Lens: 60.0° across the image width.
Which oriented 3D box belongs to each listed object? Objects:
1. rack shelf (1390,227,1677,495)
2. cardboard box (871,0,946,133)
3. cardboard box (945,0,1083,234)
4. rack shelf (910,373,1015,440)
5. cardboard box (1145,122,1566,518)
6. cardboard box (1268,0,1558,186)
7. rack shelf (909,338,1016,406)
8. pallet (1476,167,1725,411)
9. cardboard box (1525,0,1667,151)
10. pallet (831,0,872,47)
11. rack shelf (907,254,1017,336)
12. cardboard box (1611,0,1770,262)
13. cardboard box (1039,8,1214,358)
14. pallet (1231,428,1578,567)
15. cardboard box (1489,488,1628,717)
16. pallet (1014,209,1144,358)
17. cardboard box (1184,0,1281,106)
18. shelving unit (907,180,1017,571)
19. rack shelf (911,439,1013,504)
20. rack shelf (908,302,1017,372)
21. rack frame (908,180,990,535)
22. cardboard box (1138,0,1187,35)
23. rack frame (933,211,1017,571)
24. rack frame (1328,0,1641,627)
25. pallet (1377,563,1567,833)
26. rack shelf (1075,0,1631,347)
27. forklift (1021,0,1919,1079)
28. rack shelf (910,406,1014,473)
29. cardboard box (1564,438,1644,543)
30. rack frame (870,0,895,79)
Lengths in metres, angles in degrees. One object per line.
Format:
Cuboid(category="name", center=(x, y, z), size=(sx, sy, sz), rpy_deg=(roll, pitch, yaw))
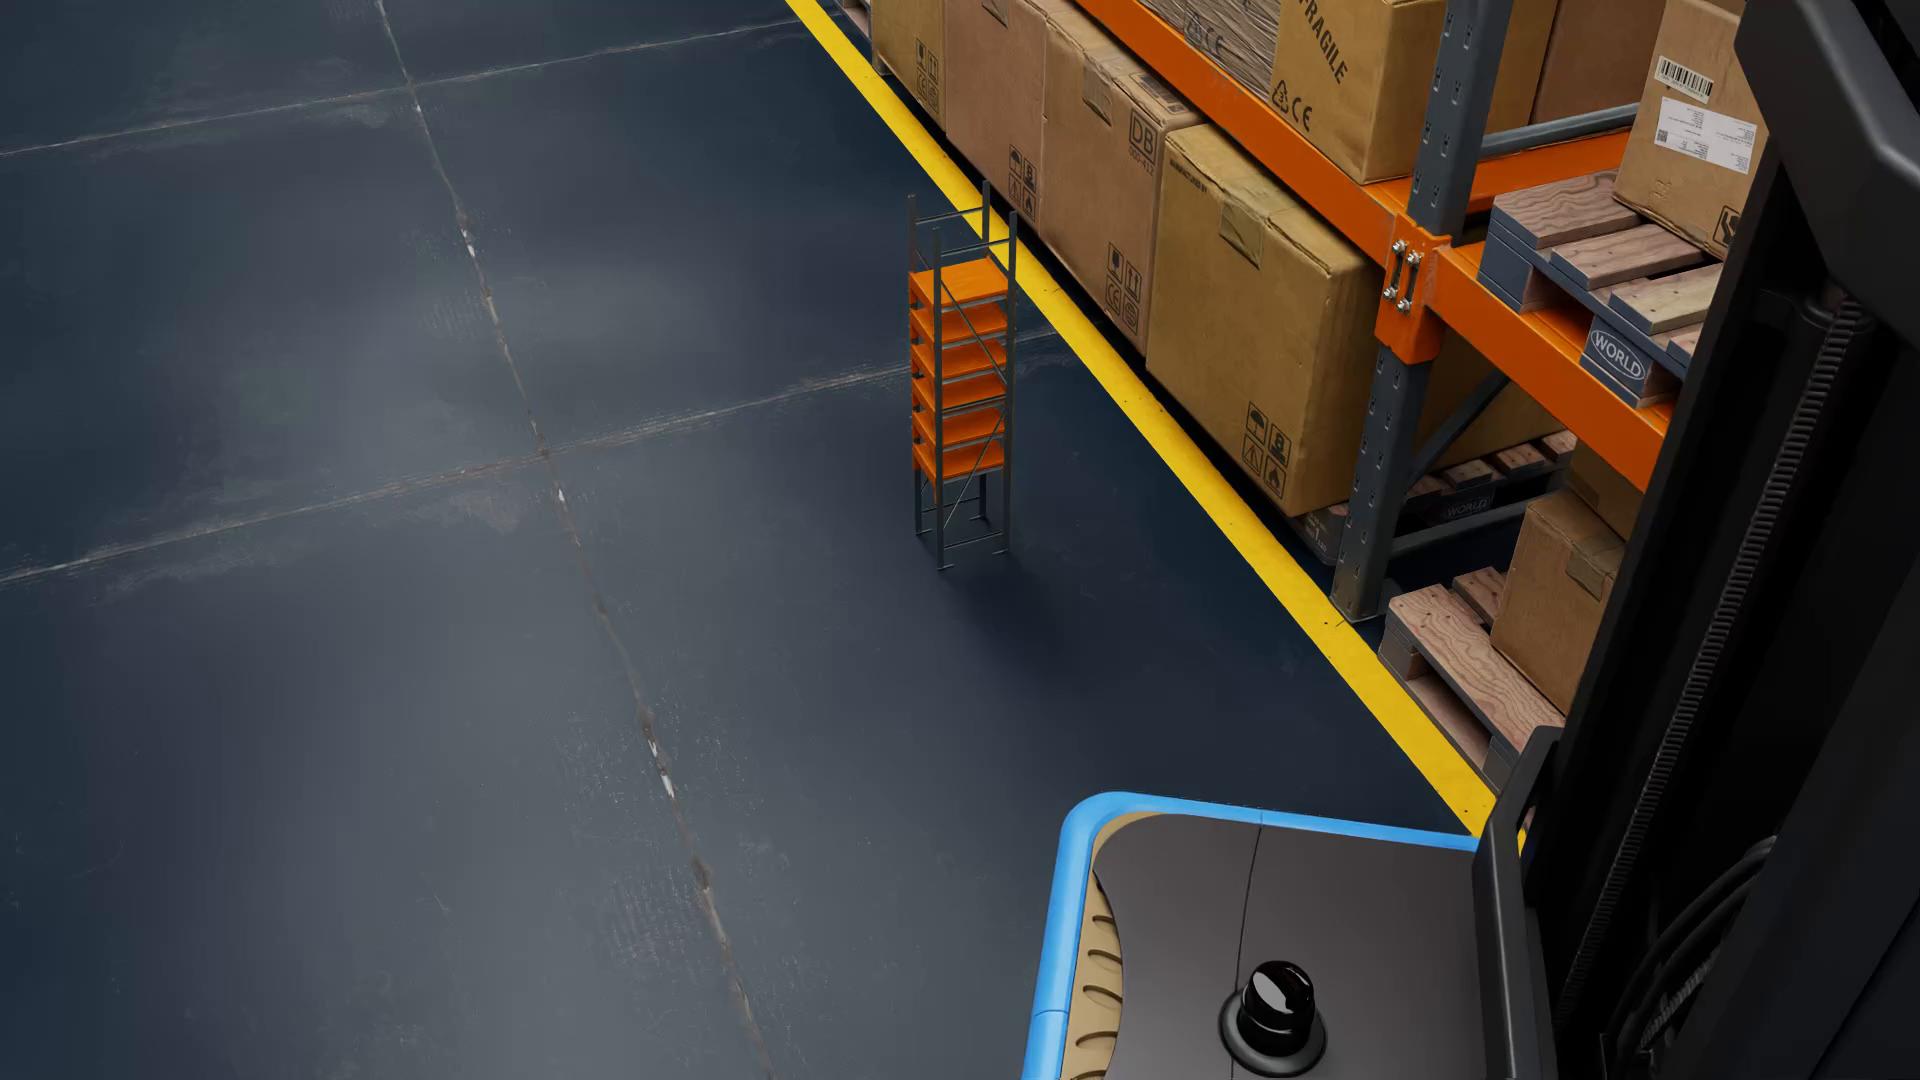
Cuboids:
Cuboid(category="rack shelf", center=(2.367, 0.436, 2.994), size=(1.077, 0.370, 4.000), rpy_deg=(-15, 43, -17))
Cuboid(category="cardboard box", center=(0.334, -2.424, 7.076), size=(1.225, 0.875, 0.875), rpy_deg=(-15, 43, -17))
Cuboid(category="cardboard box", center=(0.677, -1.886, 6.450), size=(1.225, 0.875, 0.875), rpy_deg=(-17, 43, -18))
Cuboid(category="rack shelf", center=(0.006, -0.413, 4.878), size=(0.258, 0.103, 0.180), rpy_deg=(-15, 43, -17))
Cuboid(category="cardboard box", center=(1.357, -0.816, 5.206), size=(1.225, 0.875, 0.875), rpy_deg=(-17, 44, -19))
Cuboid(category="cardboard box", center=(1.184, -1.315, 4.402), size=(0.500, 0.500, 0.500), rpy_deg=(-14, 43, -16))
Cuboid(category="rack shelf", center=(0.006, -0.504, 4.799), size=(0.258, 0.103, 0.180), rpy_deg=(-15, 43, -17))
Cuboid(category="pallet", center=(1.972, -0.566, 3.755), size=(1.213, 0.211, 1.003), rpy_deg=(-15, 43, -17))
Cuboid(category="cardboard box", center=(1.667, -1.440, 4.547), size=(0.500, 0.500, 0.500), rpy_deg=(-14, 43, -16))
Cuboid(category="pallet", center=(-0.148, -2.871, 8.427), size=(1.003, 0.211, 1.213), rpy_deg=(-15, 43, -17))
Cuboid(category="rack shelf", center=(0.006, -0.685, 4.643), size=(0.258, 0.103, 0.180), rpy_deg=(-15, 43, -17))
Cuboid(category="cardboard box", center=(1.845, -0.923, 3.624), size=(0.500, 0.500, 0.500), rpy_deg=(-20, 45, -22))
Cuboid(category="cardboard box", center=(1.023, -1.355, 5.832), size=(1.225, 0.875, 0.875), rpy_deg=(-15, 43, -17))
Cuboid(category="pallet", center=(1.369, -0.478, 5.644), size=(1.003, 0.211, 1.213), rpy_deg=(-15, 43, -17))
Cuboid(category="cardboard box", center=(1.876, 0.138, 4.368), size=(0.700, 0.500, 0.500), rpy_deg=(-17, 44, -19))
Cuboid(category="pallet", center=(0.906, -1.212, 6.497), size=(1.003, 0.211, 1.213), rpy_deg=(-15, 43, -17))
Cuboid(category="cardboard box", center=(0.998, -1.617, 4.753), size=(0.500, 0.500, 0.500), rpy_deg=(-15, 43, -17))
Cuboid(category="shelving unit", center=(0.006, -0.446, 4.849), size=(0.258, 1.200, 0.189), rpy_deg=(-15, 43, -17))
Cuboid(category="rack shelf", center=(0.006, -0.231, 5.034), size=(0.258, 0.103, 0.180), rpy_deg=(-15, 43, -17))
Cuboid(category="rack shelf", center=(0.006, -0.594, 4.721), size=(0.258, 0.103, 0.180), rpy_deg=(-15, 43, -17))
Cuboid(category="rack frame", center=(-0.029, -0.501, 4.913), size=(0.240, 1.200, 0.006), rpy_deg=(-15, 43, -17))
Cuboid(category="cardboard box", center=(0.797, -1.929, 5.115), size=(0.500, 0.500, 0.500), rpy_deg=(-16, 43, -18))
Cuboid(category="rack frame", center=(0.041, -0.391, 4.785), size=(0.240, 1.200, 0.006), rpy_deg=(-15, 43, -17))
Cuboid(category="rack frame", center=(1.601, -1.041, 4.160), size=(1.000, 3.000, 0.127), rpy_deg=(-15, 43, -17))
Cuboid(category="pallet", center=(1.899, 0.487, 4.522), size=(1.003, 0.211, 1.213), rpy_deg=(-15, 43, -17))
Cuboid(category="rack shelf", center=(0.836, -1.973, 5.796), size=(1.077, 0.370, 4.000), rpy_deg=(-15, 43, -17))
Cuboid(category="forklift", center=(1.597, 0.630, 2.270), size=(3.031, 2.935, 1.130), rpy_deg=(6, 41, 7))
Cuboid(category="rack shelf", center=(0.006, -0.322, 4.956), size=(0.258, 0.103, 0.180), rpy_deg=(-15, 43, -17))
Cuboid(category="cardboard box", center=(1.885, -0.149, 4.127), size=(0.500, 0.250, 0.500), rpy_deg=(-13, 42, -15))
Cuboid(category="rack frame", center=(0.071, -3.451, 6.963), size=(1.000, 3.000, 0.127), rpy_deg=(-15, 43, -17))
